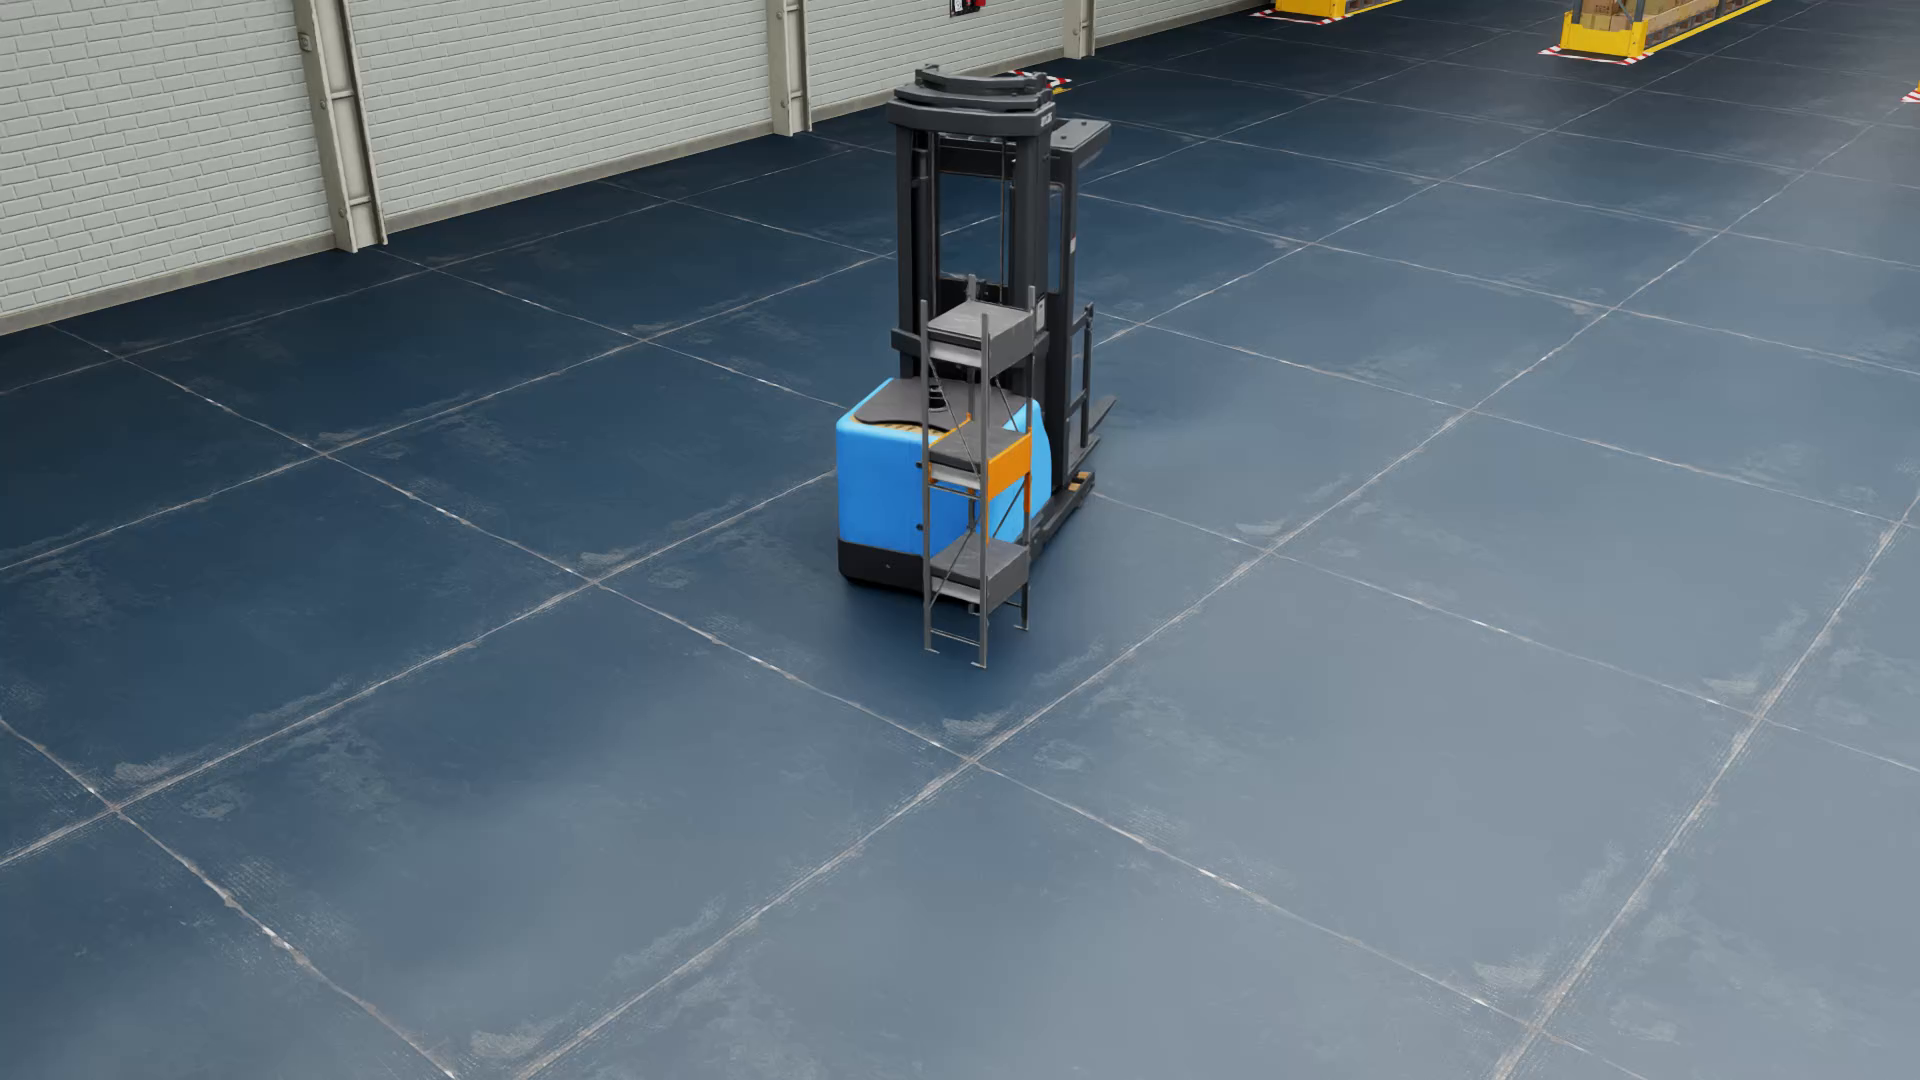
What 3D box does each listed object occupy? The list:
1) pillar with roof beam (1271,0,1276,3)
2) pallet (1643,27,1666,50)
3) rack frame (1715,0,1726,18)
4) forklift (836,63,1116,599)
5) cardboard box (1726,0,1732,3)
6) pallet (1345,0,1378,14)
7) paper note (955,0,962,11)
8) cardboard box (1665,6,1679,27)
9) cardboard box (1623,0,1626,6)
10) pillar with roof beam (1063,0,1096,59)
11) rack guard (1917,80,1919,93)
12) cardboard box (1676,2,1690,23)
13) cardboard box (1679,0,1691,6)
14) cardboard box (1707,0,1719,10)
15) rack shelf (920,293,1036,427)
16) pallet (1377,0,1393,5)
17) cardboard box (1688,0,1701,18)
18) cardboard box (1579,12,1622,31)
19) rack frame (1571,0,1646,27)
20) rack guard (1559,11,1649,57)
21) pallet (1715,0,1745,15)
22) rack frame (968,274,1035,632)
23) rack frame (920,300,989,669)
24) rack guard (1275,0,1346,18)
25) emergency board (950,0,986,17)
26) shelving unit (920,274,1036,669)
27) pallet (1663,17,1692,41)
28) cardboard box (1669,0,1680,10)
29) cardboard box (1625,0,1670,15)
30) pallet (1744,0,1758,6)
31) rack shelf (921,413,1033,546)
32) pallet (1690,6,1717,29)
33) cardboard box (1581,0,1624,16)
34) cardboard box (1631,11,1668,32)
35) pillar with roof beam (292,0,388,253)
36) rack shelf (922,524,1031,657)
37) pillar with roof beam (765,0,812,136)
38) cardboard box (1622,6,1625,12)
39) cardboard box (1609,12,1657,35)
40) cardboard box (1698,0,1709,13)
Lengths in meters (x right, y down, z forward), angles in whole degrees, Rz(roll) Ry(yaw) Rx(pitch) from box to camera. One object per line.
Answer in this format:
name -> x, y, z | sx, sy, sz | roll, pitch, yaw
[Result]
pillar with roof beam -> 8.888, -12.021, 24.193 | 9.100, 9.000, 0.400 | 21, 34, 34
pallet -> 10.067, -7.712, 25.428 | 1.003, 0.211, 1.213 | 21, 34, 34
rack frame -> 12.157, -10.085, 26.981 | 1.000, 3.000, 0.127 | 21, 34, 34
forklift -> 0.277, -1.585, 10.624 | 1.130, 2.935, 3.031 | 11, 29, 20
cardboard box -> 12.605, -9.121, 27.653 | 0.500, 0.250, 0.500 | 20, 33, 33
pallet -> 6.380, -9.180, 28.265 | 1.003, 0.211, 1.213 | 21, 34, 34
paper note -> -0.018, -7.188, 22.340 | 0.016, 0.148, 0.142 | 21, 34, 34
cardboard box -> 10.759, -8.113, 25.704 | 0.500, 0.250, 0.500 | 21, 34, 34
cardboard box -> 10.349, -8.601, 25.832 | 0.500, 0.500, 0.500 | 21, 34, 34
pillar with roof beam -> 5.071, -9.894, 20.081 | 9.100, 9.000, 0.400 | 21, 34, 34
rack guard -> 13.445, -6.149, 22.092 | 1.175, 0.500, 0.348 | 21, 34, 34
cardboard box -> 11.081, -8.289, 26.044 | 0.500, 0.250, 0.500 | 21, 34, 34
cardboard box -> 11.082, -8.622, 25.871 | 0.500, 0.500, 0.500 | 21, 34, 34
cardboard box -> 12.031, -8.822, 27.075 | 0.500, 0.250, 0.500 | 21, 34, 34
rack shelf -> 0.096, -0.961, 8.829 | 0.431, 0.518, 0.480 | 15, 31, 27
pallet -> 7.157, -9.610, 29.097 | 1.003, 0.211, 1.213 | 21, 34, 34
cardboard box -> 11.398, -8.466, 26.387 | 0.500, 0.250, 0.500 | 21, 34, 34
cardboard box -> 9.726, -7.909, 25.309 | 0.500, 0.250, 0.500 | 21, 34, 34
rack frame -> 9.613, -8.667, 24.239 | 1.000, 3.000, 0.127 | 21, 34, 34
rack guard -> 9.598, -7.548, 24.797 | 1.175, 0.500, 0.348 | 21, 34, 34
pallet -> 12.596, -9.120, 28.149 | 1.003, 0.211, 1.213 | 21, 34, 34
rack frame -> 0.222, -0.448, 9.330 | 0.400, 2.100, 0.015 | 15, 31, 27
rack frame -> -0.029, -0.255, 8.958 | 0.400, 2.100, 0.015 | 15, 31, 27
rack guard -> 5.836, -9.030, 27.662 | 1.175, 0.500, 0.348 | 21, 34, 34
emergency board -> 0.148, -7.622, 22.220 | 0.194, 1.169, 0.643 | 21, 34, 34
shelving unit -> 0.096, -0.351, 9.144 | 0.431, 2.100, 0.503 | 15, 31, 27
pallet -> 10.843, -8.143, 26.260 | 1.003, 0.211, 1.213 | 21, 34, 34
cardboard box -> 10.750, -8.450, 25.538 | 0.500, 0.500, 0.500 | 21, 34, 34
cardboard box -> 10.442, -8.269, 25.188 | 0.500, 0.500, 0.500 | 21, 34, 34
pallet -> 13.371, -9.554, 28.988 | 1.003, 0.211, 1.213 | 21, 34, 34
rack shelf -> 0.096, -0.339, 9.150 | 0.431, 0.518, 0.480 | 15, 31, 27
pallet -> 11.619, -8.577, 27.100 | 1.003, 0.211, 1.213 | 21, 34, 34
cardboard box -> 9.724, -8.243, 25.138 | 0.500, 0.500, 0.500 | 21, 34, 34
cardboard box -> 10.441, -7.936, 25.361 | 0.500, 0.250, 0.500 | 21, 34, 34
pillar with roof beam -> -2.562, -5.639, 11.857 | 9.100, 9.000, 0.400 | 21, 34, 34
rack shelf -> 0.096, 0.282, 9.472 | 0.431, 0.518, 0.480 | 15, 31, 27
pillar with roof beam -> 1.255, -7.766, 15.969 | 9.100, 9.000, 0.400 | 21, 34, 34
cardboard box -> 10.035, -8.090, 25.659 | 0.500, 0.250, 0.500 | 21, 34, 34
cardboard box -> 10.126, -7.758, 25.017 | 0.500, 0.250, 0.500 | 21, 34, 34
cardboard box -> 11.705, -8.648, 26.738 | 0.500, 0.250, 0.500 | 21, 34, 34
